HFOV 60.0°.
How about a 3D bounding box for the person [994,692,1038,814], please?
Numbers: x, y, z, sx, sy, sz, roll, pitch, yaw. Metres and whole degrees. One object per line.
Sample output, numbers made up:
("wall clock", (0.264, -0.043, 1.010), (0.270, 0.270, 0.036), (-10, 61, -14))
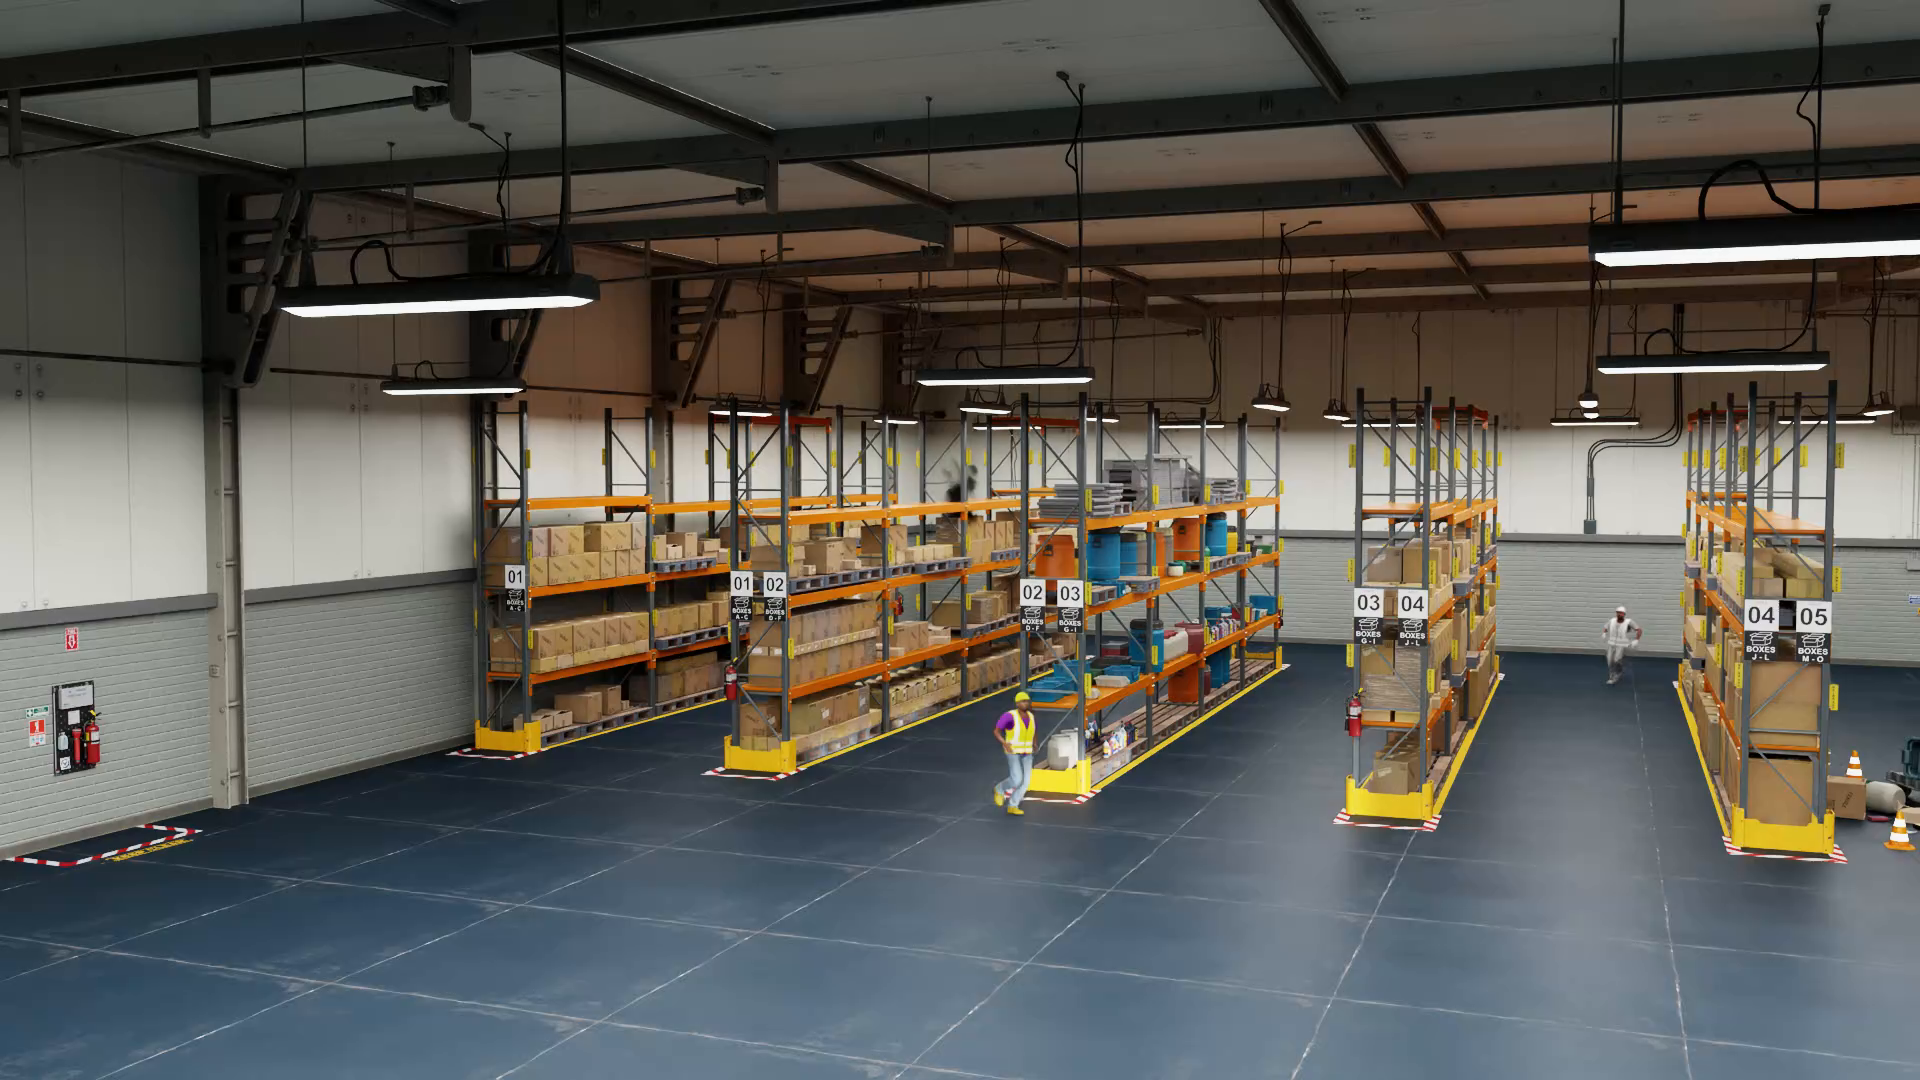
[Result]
("person", (0.828, 3.003, 23.561), (0.731, 1.710, 0.561), (-2, 3, -32))

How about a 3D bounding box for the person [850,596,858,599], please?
("person", (-2.328, 2.091, 36.161), (0.676, 1.747, 0.534), (1, 3, 12))

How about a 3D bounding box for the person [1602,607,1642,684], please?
("person", (14.525, 2.337, 36.699), (0.786, 1.736, 0.579), (3, 4, 44))
